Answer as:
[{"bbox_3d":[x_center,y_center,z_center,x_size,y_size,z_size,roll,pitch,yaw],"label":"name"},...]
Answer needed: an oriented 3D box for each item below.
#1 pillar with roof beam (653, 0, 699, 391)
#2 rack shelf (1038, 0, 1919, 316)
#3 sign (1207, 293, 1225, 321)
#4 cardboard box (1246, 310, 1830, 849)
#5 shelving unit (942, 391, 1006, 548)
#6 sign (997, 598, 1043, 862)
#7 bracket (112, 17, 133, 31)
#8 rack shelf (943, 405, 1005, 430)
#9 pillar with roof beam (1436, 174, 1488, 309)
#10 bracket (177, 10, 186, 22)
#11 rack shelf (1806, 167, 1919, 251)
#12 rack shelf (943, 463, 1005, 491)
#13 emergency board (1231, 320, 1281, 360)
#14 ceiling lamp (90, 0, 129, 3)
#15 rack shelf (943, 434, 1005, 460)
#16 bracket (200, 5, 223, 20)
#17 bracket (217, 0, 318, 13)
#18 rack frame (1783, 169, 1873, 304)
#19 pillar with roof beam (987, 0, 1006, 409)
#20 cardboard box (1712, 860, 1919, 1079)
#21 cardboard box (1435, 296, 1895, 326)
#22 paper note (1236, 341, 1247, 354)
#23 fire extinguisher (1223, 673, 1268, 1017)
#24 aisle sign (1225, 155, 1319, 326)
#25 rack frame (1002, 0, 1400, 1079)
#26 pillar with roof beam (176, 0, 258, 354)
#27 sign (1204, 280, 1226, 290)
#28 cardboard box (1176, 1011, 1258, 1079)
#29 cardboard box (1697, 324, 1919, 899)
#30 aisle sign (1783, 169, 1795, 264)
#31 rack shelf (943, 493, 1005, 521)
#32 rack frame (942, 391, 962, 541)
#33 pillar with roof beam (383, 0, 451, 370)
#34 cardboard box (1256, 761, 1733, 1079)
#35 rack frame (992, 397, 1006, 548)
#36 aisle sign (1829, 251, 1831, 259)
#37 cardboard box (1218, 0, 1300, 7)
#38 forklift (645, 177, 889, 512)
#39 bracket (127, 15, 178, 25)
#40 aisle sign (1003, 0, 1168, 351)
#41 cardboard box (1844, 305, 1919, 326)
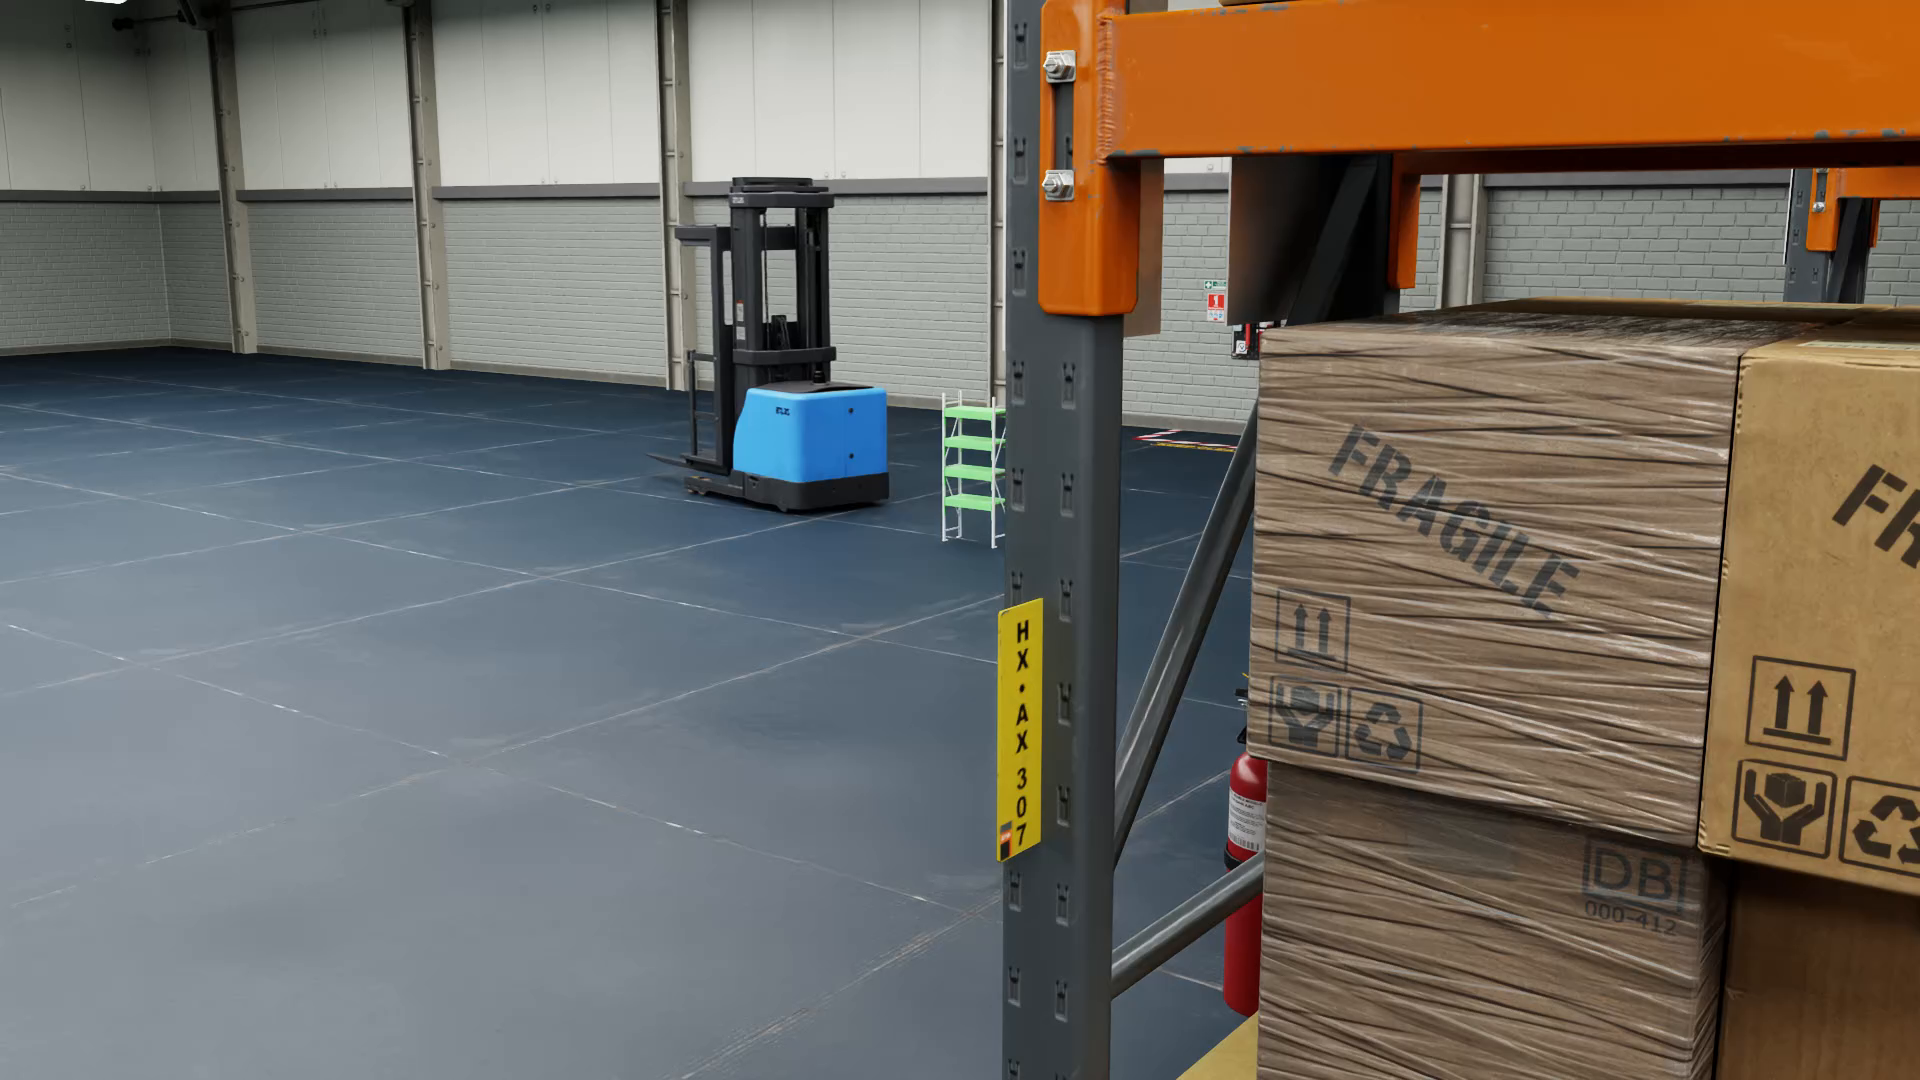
[{"bbox_3d":[-6.785,-6.056,21.142,0.400,9.000,9.100,8,13,36],"label":"pillar with roof beam"},{"bbox_3d":[2.011,-0.312,1.243,4.000,0.370,1.077,8,13,36],"label":"rack shelf"},{"bbox_3d":[3.081,-2.800,20.011,0.234,0.329,0.001,8,13,36],"label":"sign"},{"bbox_3d":[0.681,0.000,1.954,0.500,0.500,0.500,8,13,36],"label":"cardboard box"},{"bbox_3d":[0.133,-0.570,13.320,0.503,1.200,0.258,8,13,36],"label":"shelving unit"},{"bbox_3d":[0.078,0.241,2.110,0.005,0.325,0.100,8,13,36],"label":"sign"},{"bbox_3d":[-16.364,-10.090,32.518,0.430,0.232,0.235,8,13,36],"label":"bracket"},{"bbox_3d":[0.133,-0.979,13.240,0.480,0.148,0.258,8,13,36],"label":"rack shelf"},{"bbox_3d":[2.887,-4.707,14.169,0.400,9.000,9.100,8,13,36],"label":"pillar with roof beam"},{"bbox_3d":[-14.454,-9.824,31.141,0.430,0.232,0.235,8,13,36],"label":"bracket"},{"bbox_3d":[4.943,-1.070,5.162,4.000,0.370,1.077,8,13,36],"label":"rack shelf"},{"bbox_3d":[0.133,-0.508,13.332,0.480,0.148,0.258,8,13,36],"label":"rack shelf"},{"bbox_3d":[3.466,-2.704,19.612,0.643,1.169,0.194,8,13,36],"label":"emergency board"},{"bbox_3d":[-13.731,-9.736,24.797,0.800,3.185,2.000,8,13,36],"label":"ceiling lamp"},{"bbox_3d":[0.133,-0.743,13.286,0.480,0.148,0.258,8,13,36],"label":"rack shelf"},{"bbox_3d":[-13.785,-9.731,30.659,0.430,0.232,0.235,8,13,36],"label":"bracket"},{"bbox_3d":[-11.708,-9.441,29.162,4.783,0.066,0.076,8,13,36],"label":"bracket"},{"bbox_3d":[3.331,-0.176,6.541,0.127,3.000,1.000,8,13,36],"label":"rack frame"},{"bbox_3d":[-1.949,-5.382,17.656,0.400,9.000,9.100,8,13,36],"label":"pillar with roof beam"},{"bbox_3d":[1.300,0.491,2.047,0.500,0.500,0.875,8,13,36],"label":"cardboard box"},{"bbox_3d":[0.989,-0.080,2.365,0.500,0.500,0.500,8,13,36],"label":"cardboard box"},{"bbox_3d":[3.364,-2.302,19.853,0.142,0.148,0.016,8,13,36],"label":"paper note"},{"bbox_3d":[0.580,0.537,3.060,0.183,0.674,0.296,8,13,36],"label":"fire extinguisher"},{"bbox_3d":[0.527,-0.747,2.648,0.004,0.787,0.394,8,13,36],"label":"aisle sign"},{"bbox_3d":[0.397,0.583,2.619,0.053,2.616,0.949,8,13,36],"label":"rack frame"},{"bbox_3d":[-16.457,-7.405,28.116,0.548,9.000,9.100,8,13,36],"label":"pillar with roof beam"},{"bbox_3d":[3.080,-3.058,19.951,0.331,0.109,0.001,8,13,36],"label":"sign"},{"bbox_3d":[0.488,0.774,2.291,0.250,0.149,0.380,8,13,36],"label":"cardboard box"},{"bbox_3d":[1.080,0.057,1.658,0.500,0.500,0.500,8,13,36],"label":"cardboard box"},{"bbox_3d":[3.099,-1.415,6.104,0.004,0.787,0.394,8,13,36],"label":"aisle sign"},{"bbox_3d":[0.133,-0.272,13.377,0.480,0.148,0.258,8,13,36],"label":"rack shelf"},{"bbox_3d":[-0.063,-0.598,13.461,0.015,1.200,0.240,8,13,36],"label":"rack frame"},{"bbox_3d":[-11.621,-6.731,24.629,0.548,9.000,9.100,8,13,36],"label":"pillar with roof beam"},{"bbox_3d":[0.826,0.453,2.243,0.500,0.500,0.875,8,13,36],"label":"cardboard box"},{"bbox_3d":[0.330,-0.543,13.178,0.015,1.200,0.240,8,13,36],"label":"rack frame"},{"bbox_3d":[3.449,-1.506,6.571,0.004,0.787,0.394,8,13,36],"label":"aisle sign"},{"bbox_3d":[0.634,-0.723,1.867,0.500,0.250,0.500,8,14,37],"label":"cardboard box"},{"bbox_3d":[-1.969,-1.909,15.682,1.130,2.935,3.031,-9,14,-39],"label":"forklift"},{"bbox_3d":[-15.888,-10.024,32.175,3.189,0.066,0.076,8,13,36],"label":"bracket"},{"bbox_3d":[0.172,-0.655,2.173,0.004,0.787,0.394,8,13,36],"label":"aisle sign"},{"bbox_3d":[1.395,-0.024,2.079,0.500,0.500,0.500,8,13,36],"label":"cardboard box"}]
